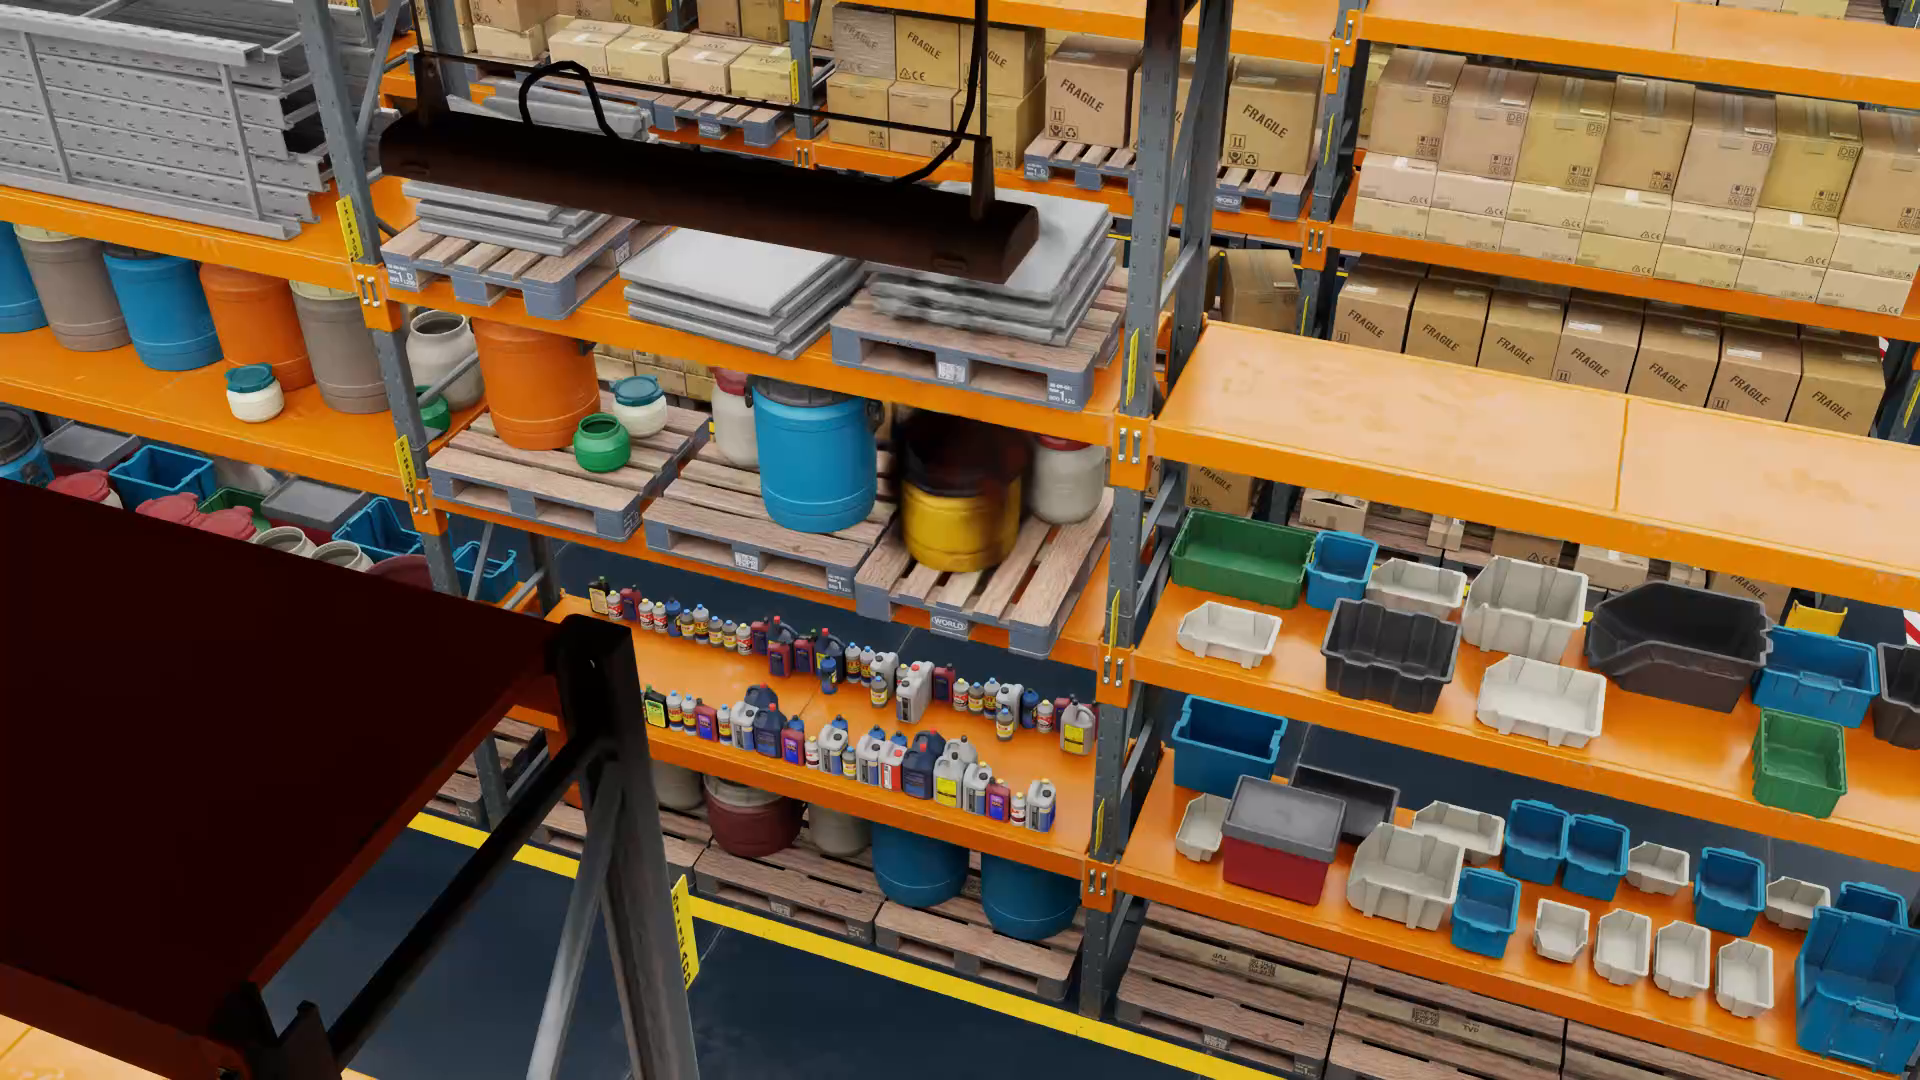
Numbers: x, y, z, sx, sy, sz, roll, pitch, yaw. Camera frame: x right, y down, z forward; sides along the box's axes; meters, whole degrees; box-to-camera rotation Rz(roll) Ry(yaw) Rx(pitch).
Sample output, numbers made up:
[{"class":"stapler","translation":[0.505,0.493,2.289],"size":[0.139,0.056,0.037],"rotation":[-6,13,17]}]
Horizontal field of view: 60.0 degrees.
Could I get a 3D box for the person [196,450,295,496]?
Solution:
[{"class":"person","translation":[-5.334,-0.418,12.594],"size":[0.719,1.575,0.683],"rotation":[-10,38,-14]}]
